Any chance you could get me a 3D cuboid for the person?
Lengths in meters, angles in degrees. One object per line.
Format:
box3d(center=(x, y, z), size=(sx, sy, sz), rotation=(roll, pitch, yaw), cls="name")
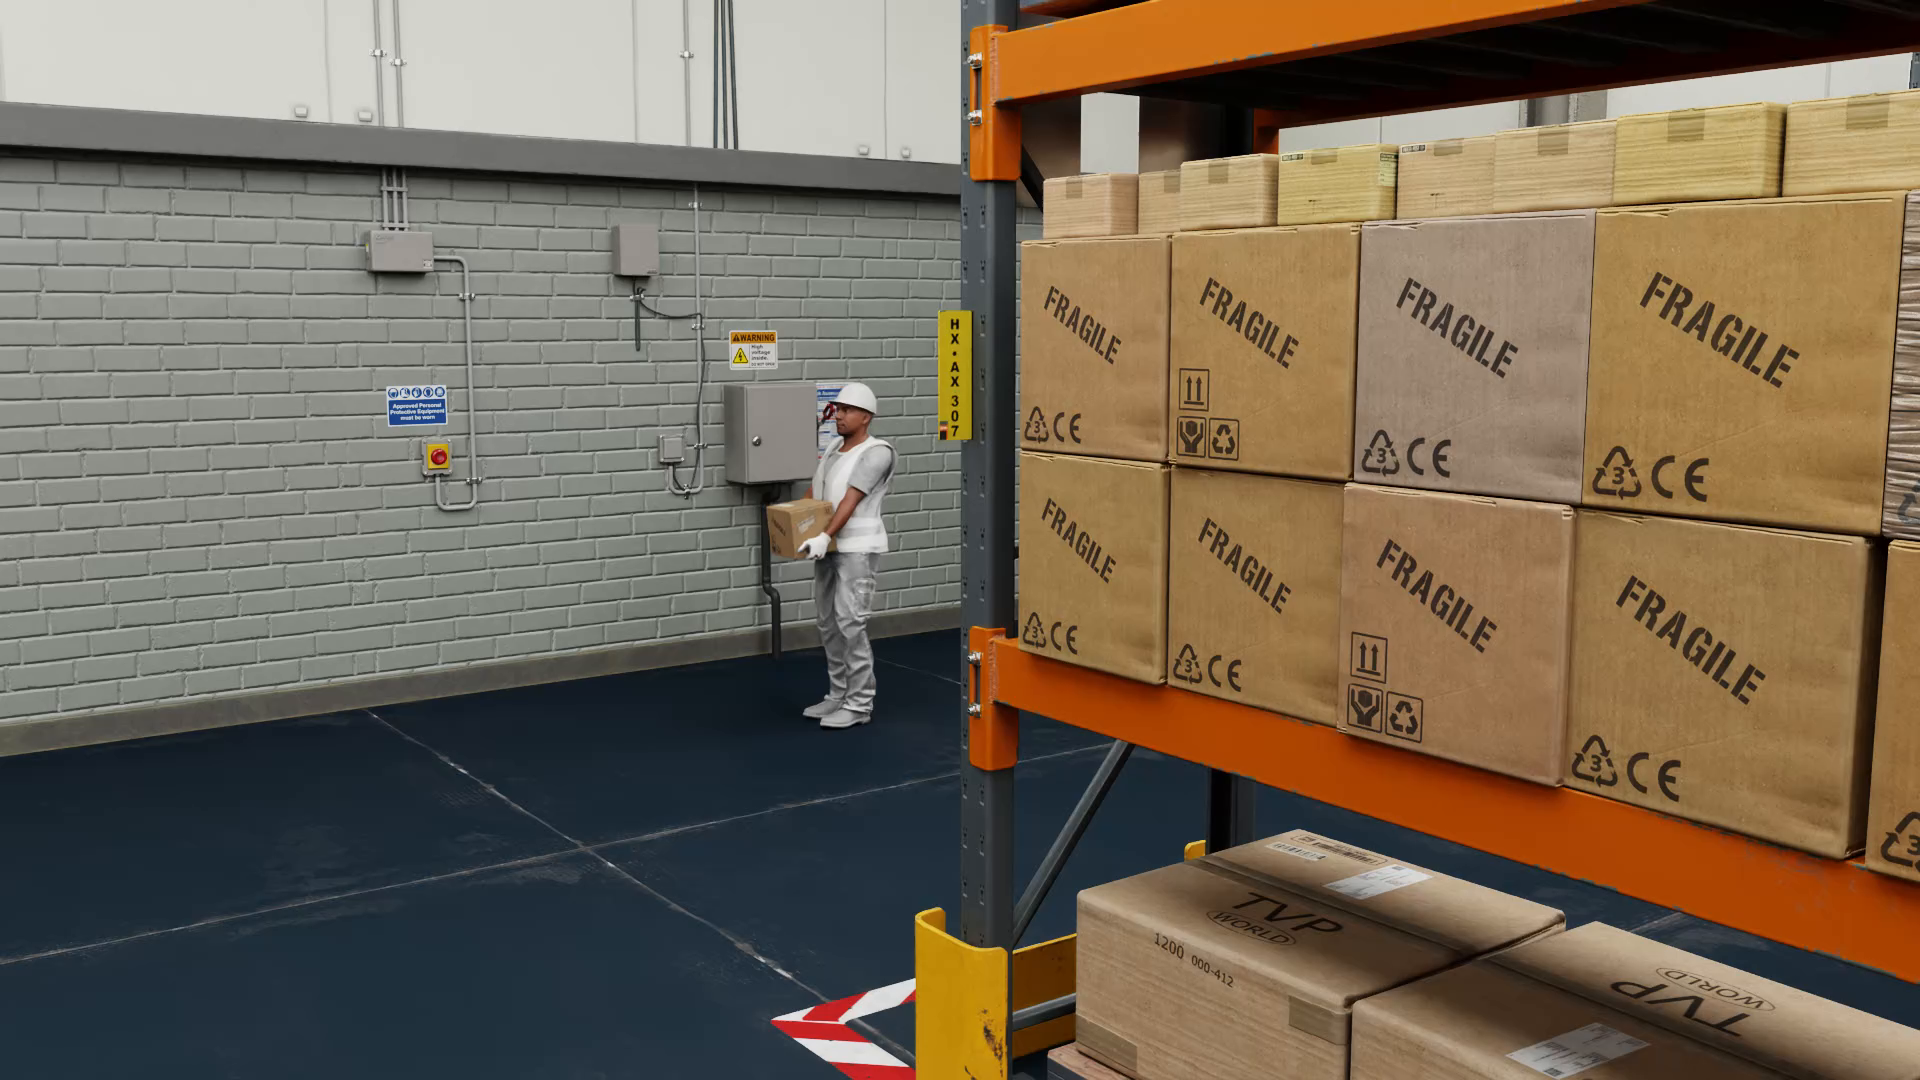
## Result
box3d(center=(-0.657, 0.079, 8.646), size=(0.567, 1.780, 0.488), rotation=(-5, 9, -35), cls="person")
